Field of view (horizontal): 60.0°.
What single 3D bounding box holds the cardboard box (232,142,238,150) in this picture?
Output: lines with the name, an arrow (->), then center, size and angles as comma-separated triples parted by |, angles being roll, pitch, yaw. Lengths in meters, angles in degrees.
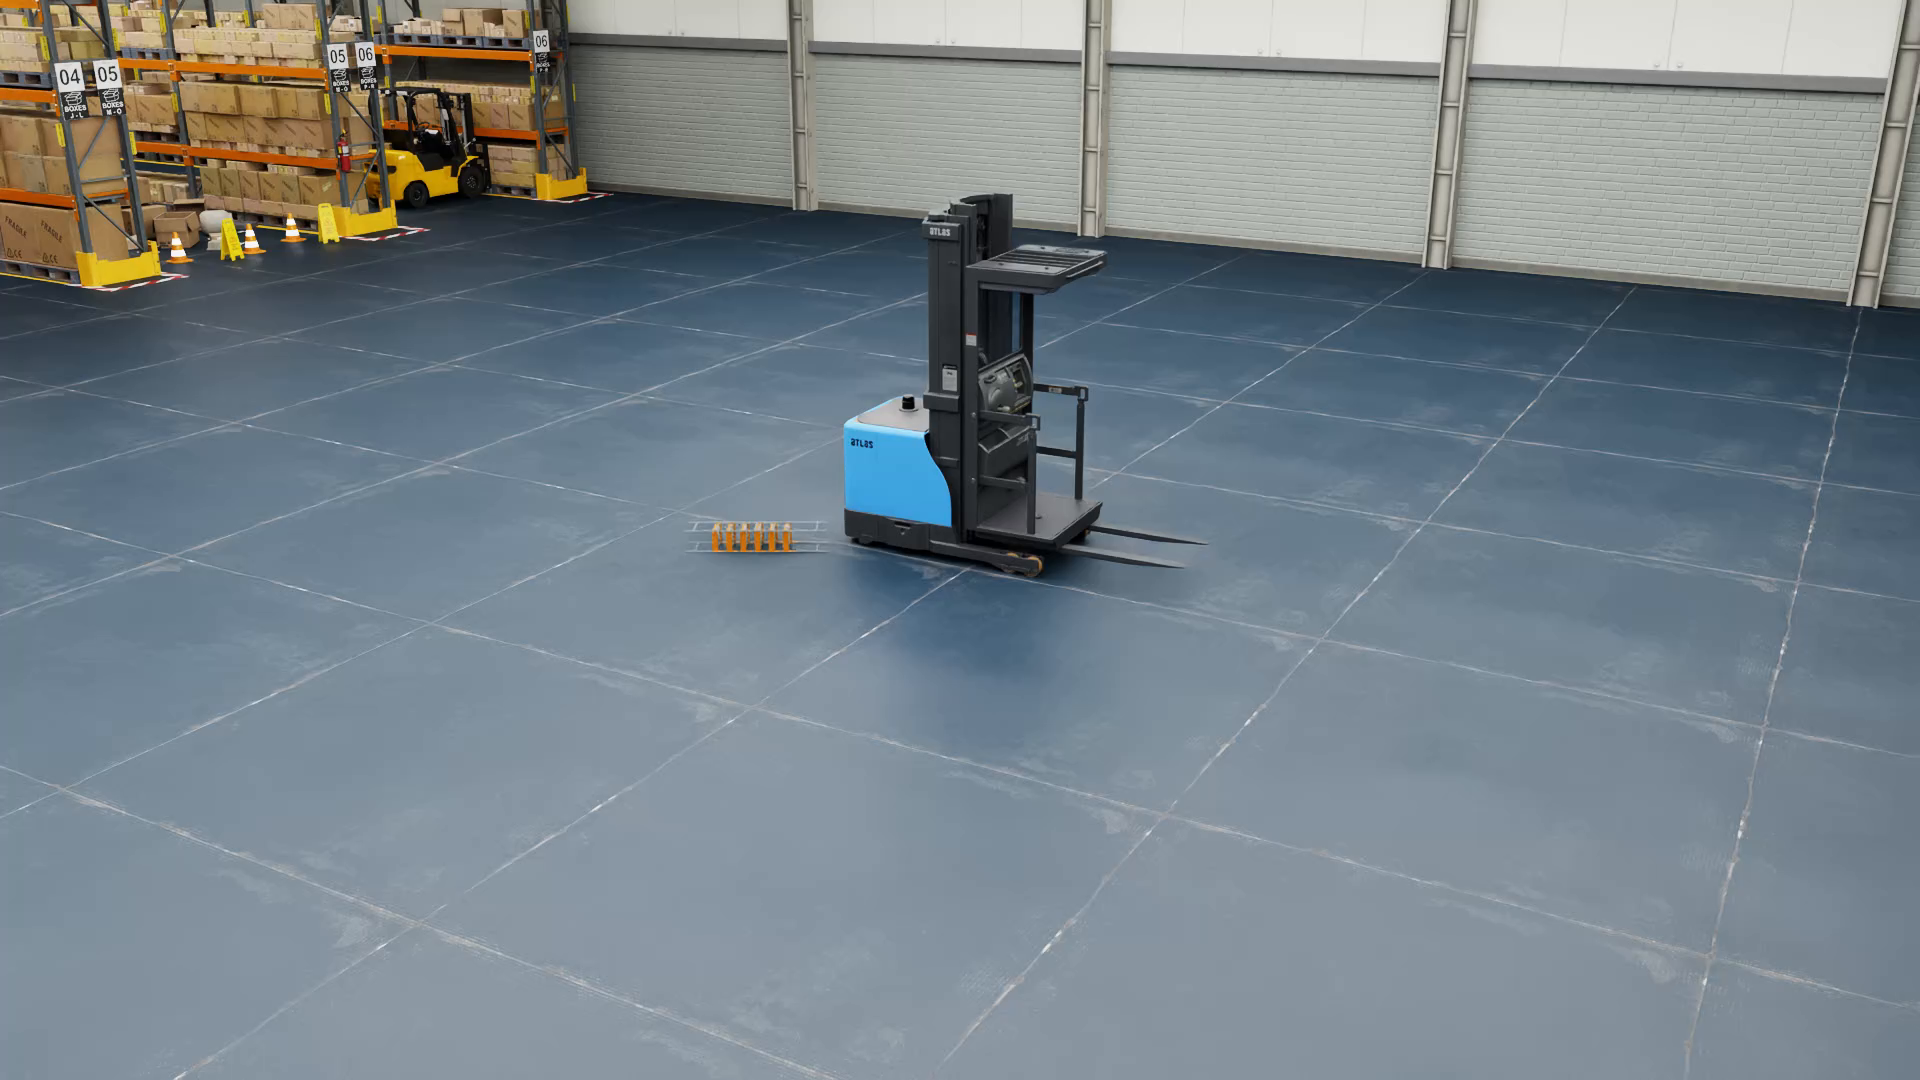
cardboard box -> -12.866, -7.115, 29.948 | 0.250, 0.149, 0.380 | 11, 23, 27

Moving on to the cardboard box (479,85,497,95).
cardboard box -> -9.365, -8.971, 33.164 | 0.250, 0.149, 0.380 | 11, 23, 29

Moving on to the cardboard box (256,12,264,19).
cardboard box -> -15.185, -11.483, 36.422 | 0.250, 0.149, 0.380 | 10, 22, 25

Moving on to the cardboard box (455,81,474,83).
cardboard box -> -10.179, -9.369, 34.262 | 0.250, 0.149, 0.380 | 10, 22, 26

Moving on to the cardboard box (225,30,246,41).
cardboard box -> -12.645, -8.846, 29.152 | 0.250, 0.149, 0.380 | 10, 22, 26

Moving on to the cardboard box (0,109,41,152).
cardboard box -> -14.537, -6.271, 25.452 | 0.500, 0.550, 0.875 | 11, 23, 27

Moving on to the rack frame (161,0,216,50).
rack frame -> -13.924, -10.349, 29.698 | 0.127, 3.000, 1.000 | 11, 23, 27

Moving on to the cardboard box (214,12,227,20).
cardboard box -> -16.080, -11.467, 36.379 | 0.250, 0.149, 0.380 | 10, 22, 26

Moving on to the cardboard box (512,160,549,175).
cardboard box -> -8.592, -7.469, 33.241 | 0.500, 0.250, 0.500 | 10, 22, 27

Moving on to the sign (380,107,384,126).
sign -> -10.168, -7.432, 29.185 | 0.005, 0.325, 0.100 | 11, 23, 27

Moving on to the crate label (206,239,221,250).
crate label -> -12.398, -4.931, 27.757 | 0.298, 0.136, 0.250 | 0, 20, -1

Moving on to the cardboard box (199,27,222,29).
cardboard box -> -13.541, -9.208, 30.150 | 0.250, 0.149, 0.380 | 11, 23, 28

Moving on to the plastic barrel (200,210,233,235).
plastic barrel -> -12.974, -5.545, 29.031 | 0.512, 0.421, 0.421 | -7, 21, -20

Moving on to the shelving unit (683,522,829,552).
shelving unit -> -1.731, -0.027, 14.153 | 1.200, 0.189, 0.258 | 0, 20, 1

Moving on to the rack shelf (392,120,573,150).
rack shelf -> -9.761, -8.336, 34.002 | 4.000, 0.370, 1.077 | 11, 23, 27

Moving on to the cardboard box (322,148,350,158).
cardboard box -> -10.863, -6.744, 28.926 | 0.250, 0.149, 0.380 | 12, 23, 29

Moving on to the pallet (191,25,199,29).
pallet -> -17.049, -11.358, 37.155 | 1.003, 0.211, 1.213 | 11, 23, 27

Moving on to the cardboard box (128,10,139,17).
cardboard box -> -18.444, -11.833, 37.359 | 0.250, 0.149, 0.380 | 12, 23, 29

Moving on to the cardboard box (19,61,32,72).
cardboard box -> -13.433, -6.906, 24.212 | 0.250, 0.149, 0.380 | 11, 23, 28

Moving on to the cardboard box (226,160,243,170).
cardboard box -> -13.011, -6.789, 30.047 | 0.250, 0.149, 0.380 | 12, 23, 29

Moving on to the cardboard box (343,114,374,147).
cardboard box -> -10.710, -7.212, 29.264 | 0.500, 0.500, 0.500 | 10, 22, 26

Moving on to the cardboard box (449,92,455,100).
cardboard box -> -10.253, -9.006, 33.696 | 0.250, 0.149, 0.380 | 10, 22, 26

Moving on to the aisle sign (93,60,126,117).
aisle sign -> -12.550, -6.673, 24.549 | 0.004, 0.787, 0.394 | 11, 23, 27

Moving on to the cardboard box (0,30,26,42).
cardboard box -> -13.885, -7.366, 24.312 | 0.250, 0.149, 0.380 | 11, 23, 28

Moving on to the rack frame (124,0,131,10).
rack frame -> -18.491, -13.158, 37.441 | 0.127, 3.000, 1.000 | 11, 23, 27

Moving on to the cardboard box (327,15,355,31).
cardboard box -> -12.928, -10.795, 34.695 | 0.500, 0.311, 0.500 | 10, 22, 25

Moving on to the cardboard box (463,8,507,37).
cardboard box -> -9.365, -10.244, 32.900 | 0.500, 0.500, 0.700 | 11, 23, 28

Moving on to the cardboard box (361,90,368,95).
cardboard box -> -12.335, -9.444, 34.902 | 0.250, 0.149, 0.380 | 11, 23, 27

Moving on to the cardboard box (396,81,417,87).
cardboard box -> -11.373, -9.357, 34.229 | 0.250, 0.149, 0.380 | 11, 23, 28

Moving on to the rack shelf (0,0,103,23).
rack shelf -> -14.504, -8.000, 24.863 | 4.000, 0.370, 1.077 | 11, 23, 27

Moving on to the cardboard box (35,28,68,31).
cardboard box -> -13.556, -7.561, 24.849 | 0.250, 0.149, 0.380 | 11, 23, 28

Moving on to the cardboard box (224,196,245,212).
cardboard box -> -13.069, -6.170, 30.391 | 0.500, 0.250, 0.500 | 12, 23, 30

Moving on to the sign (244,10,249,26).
sign -> -15.265, -11.164, 35.586 | 0.005, 0.325, 0.100 | 11, 23, 27

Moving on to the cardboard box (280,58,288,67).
cardboard box -> -11.517, -8.279, 28.760 | 0.250, 0.149, 0.380 | 11, 23, 28

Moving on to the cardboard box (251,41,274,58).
cardboard box -> -11.904, -8.517, 28.830 | 0.500, 0.250, 0.500 | 12, 23, 29

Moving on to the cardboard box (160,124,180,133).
cardboard box -> -14.508, -7.611, 30.702 | 0.250, 0.149, 0.380 | 11, 23, 28

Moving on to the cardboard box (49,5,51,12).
cardboard box -> -21.283, -12.478, 39.018 | 0.500, 0.250, 0.500 | 11, 22, 27

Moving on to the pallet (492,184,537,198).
pallet -> -8.703, -7.146, 33.754 | 1.213, 0.211, 1.003 | 11, 23, 27

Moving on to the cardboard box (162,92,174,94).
cardboard box -> -14.631, -8.159, 31.261 | 0.500, 0.500, 0.500 | 11, 23, 27

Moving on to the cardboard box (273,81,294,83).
cardboard box -> -14.631, -9.839, 35.994 | 0.250, 0.149, 0.380 | 11, 23, 28

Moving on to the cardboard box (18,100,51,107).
cardboard box -> -17.995, -8.719, 32.390 | 0.500, 0.500, 0.500 | 10, 22, 26

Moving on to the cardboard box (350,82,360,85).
cardboard box -> -13.017, -9.749, 35.743 | 0.250, 0.149, 0.380 | 11, 23, 28

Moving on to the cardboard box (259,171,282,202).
cardboard box -> -12.153, -6.348, 29.784 | 0.500, 0.500, 0.500 | 10, 22, 26

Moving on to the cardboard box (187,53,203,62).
cardboard box -> -13.572, -8.635, 29.740 | 0.250, 0.149, 0.380 | 11, 23, 27

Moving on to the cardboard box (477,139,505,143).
cardboard box -> -9.655, -8.109, 34.270 | 0.500, 0.250, 0.500 | 10, 22, 26

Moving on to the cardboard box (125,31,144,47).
cardboard box -> -14.944, -9.205, 30.549 | 0.500, 0.250, 0.500 | 11, 23, 28

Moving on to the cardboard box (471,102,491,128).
cardboard box -> -9.468, -8.567, 33.436 | 0.500, 0.500, 0.500 | 10, 22, 26

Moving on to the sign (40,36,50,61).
sign -> -13.035, -7.003, 23.691 | 0.005, 0.325, 0.100 | 11, 23, 27

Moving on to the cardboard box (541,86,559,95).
cardboard box -> -8.204, -8.953, 33.114 | 0.250, 0.149, 0.380 | 10, 22, 26

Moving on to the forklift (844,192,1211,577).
forklift -> 0.559, -1.282, 13.602 | 3.031, 2.935, 1.130 | 10, 22, 25

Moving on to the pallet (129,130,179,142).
pallet -> -15.668, -7.787, 31.714 | 1.213, 0.211, 1.003 | 11, 23, 27

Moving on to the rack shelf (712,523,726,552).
rack shelf -> -2.047, -0.027, 14.158 | 0.103, 0.180, 0.258 | 0, 20, 1
